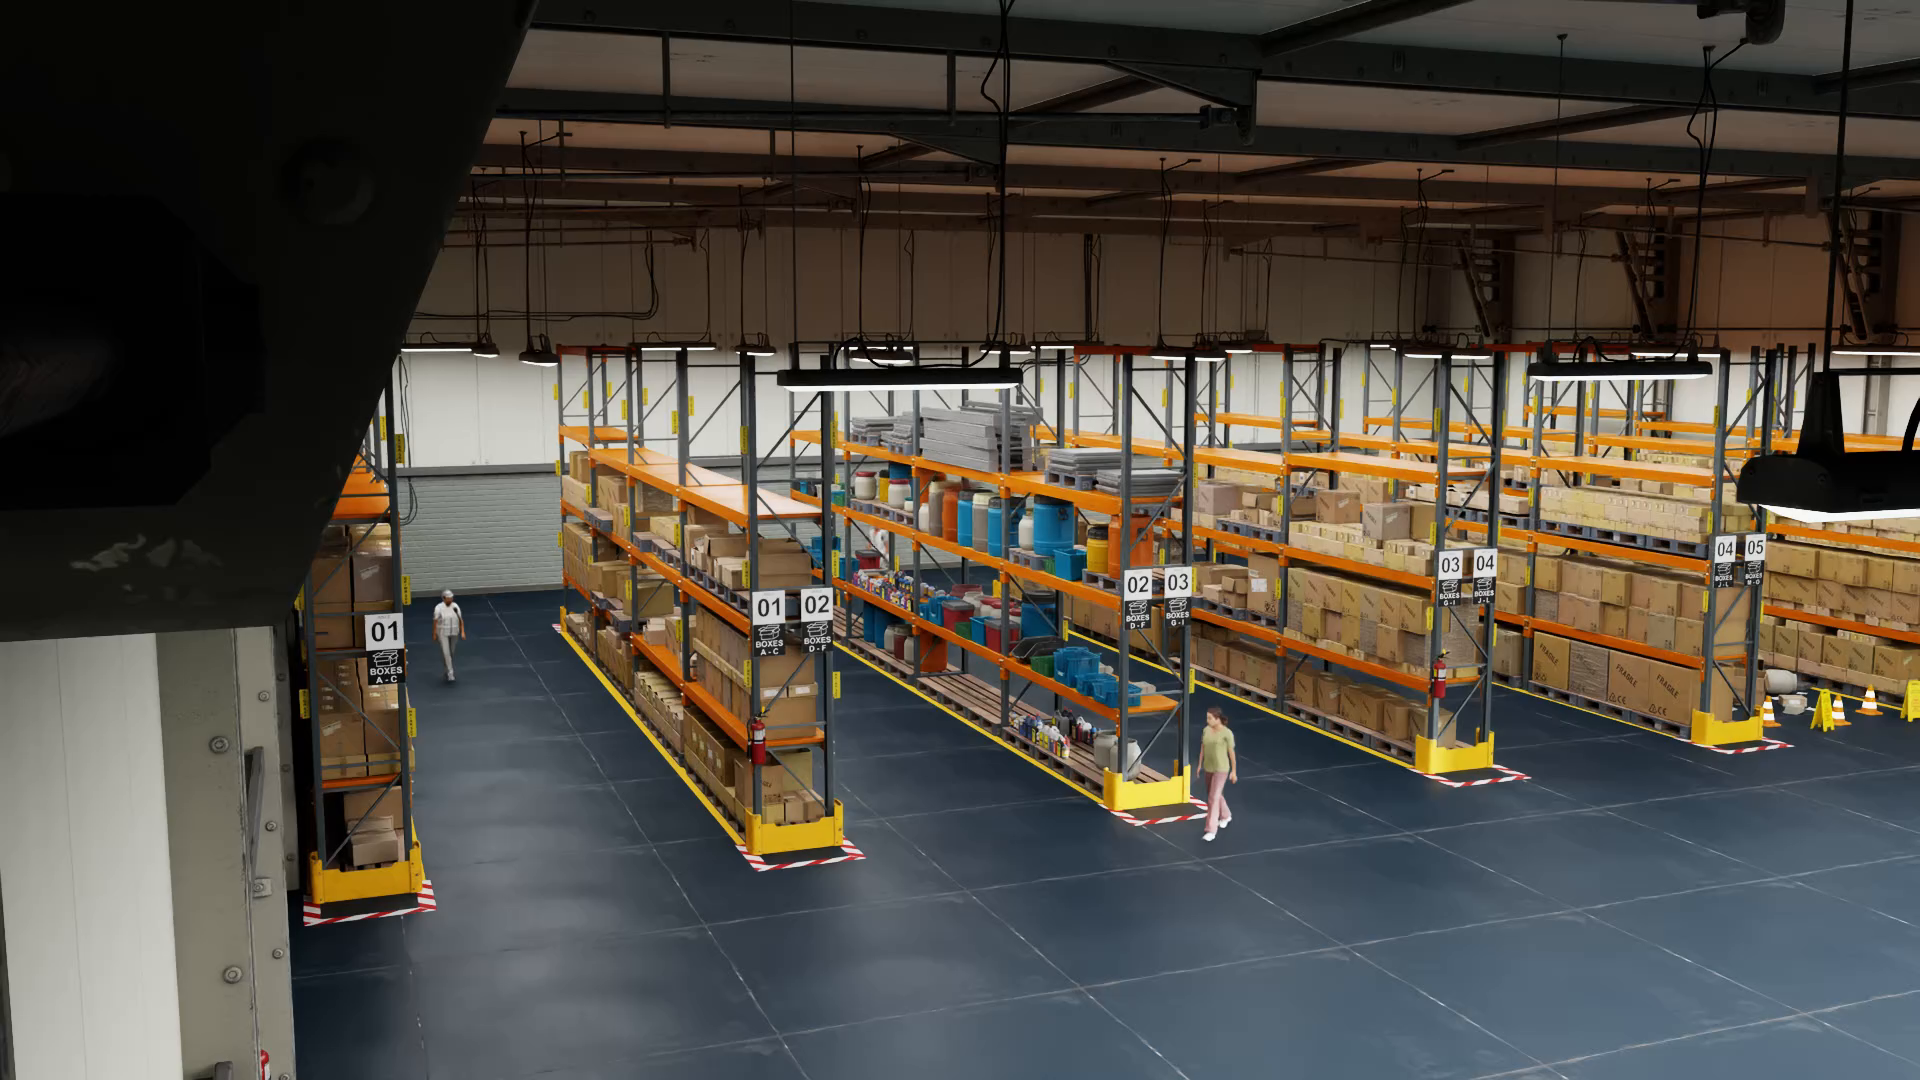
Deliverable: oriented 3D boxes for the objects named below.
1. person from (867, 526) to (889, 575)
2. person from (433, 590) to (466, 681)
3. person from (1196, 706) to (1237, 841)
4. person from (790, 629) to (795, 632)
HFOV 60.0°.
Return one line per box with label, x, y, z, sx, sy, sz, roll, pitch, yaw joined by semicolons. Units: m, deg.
person;-1.999;0.331;40.441;1.070;1.746;0.508;-6;9;-37
person;-9.263;1.697;30.162;0.512;1.596;1.069;-5;9;-36
person;3.214;2.880;20.844;0.859;1.643;0.477;-7;10;-43
person;-3.366;1.429;31.744;0.562;1.703;1.077;-2;8;-18
